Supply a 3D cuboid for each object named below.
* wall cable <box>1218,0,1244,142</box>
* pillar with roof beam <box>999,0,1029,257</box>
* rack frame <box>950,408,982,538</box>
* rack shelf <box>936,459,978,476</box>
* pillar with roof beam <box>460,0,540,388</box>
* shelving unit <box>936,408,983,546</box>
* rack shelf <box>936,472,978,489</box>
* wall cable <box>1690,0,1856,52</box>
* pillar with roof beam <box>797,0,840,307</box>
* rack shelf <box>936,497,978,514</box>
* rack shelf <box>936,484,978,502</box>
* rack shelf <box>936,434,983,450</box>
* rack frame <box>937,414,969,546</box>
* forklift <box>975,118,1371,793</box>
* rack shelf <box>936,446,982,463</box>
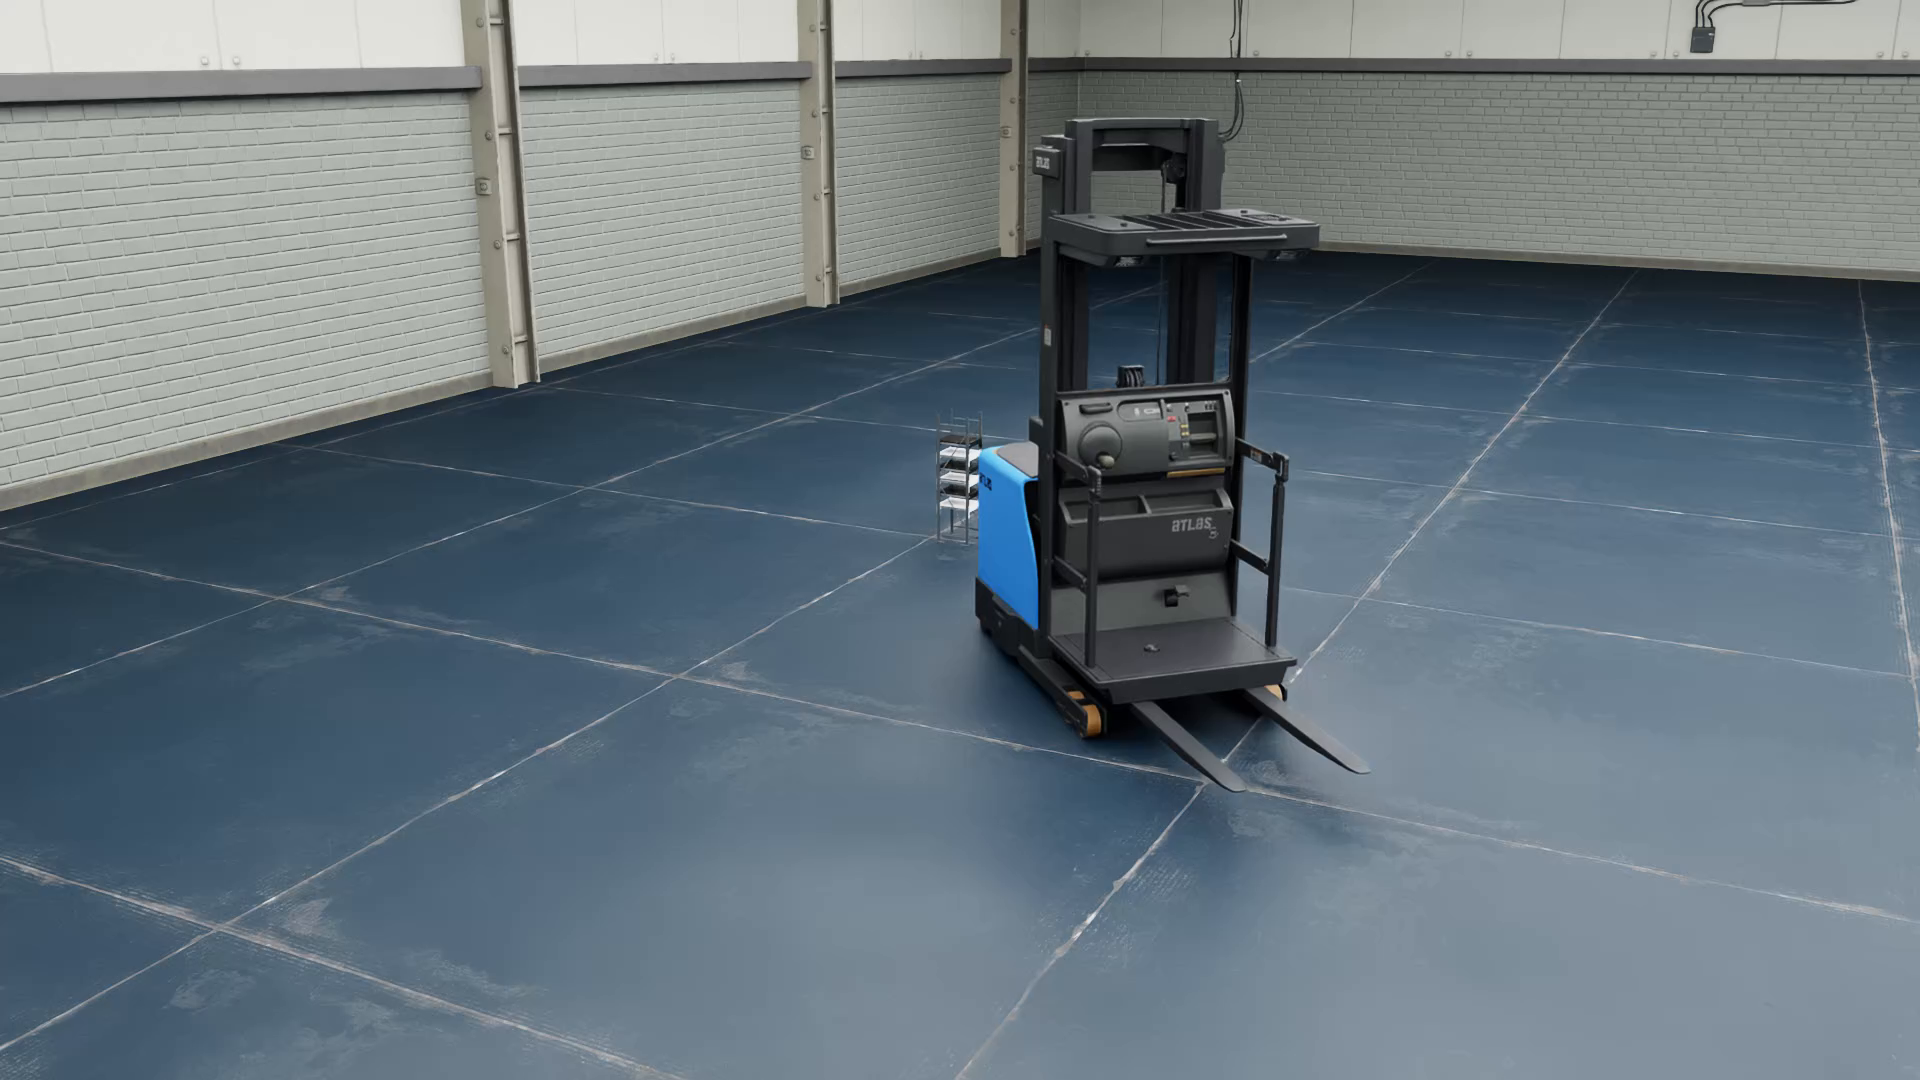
[{"bbox_3d":[3.356,-8.052,28.282,3.097,2.526,0.112,8,18,25],"label":"wall cable"},{"bbox_3d":[4.708,-8.411,24.036,9.100,9.000,0.400,8,18,25],"label":"pillar with roof beam"},{"bbox_3d":[0.042,-0.455,11.476,0.240,0.900,0.006,8,18,25],"label":"rack frame"},{"bbox_3d":[-0.004,-0.484,11.373,0.258,0.077,0.200,8,18,25],"label":"rack shelf"},{"bbox_3d":[-0.654,-5.354,13.745,9.100,9.000,0.400,8,18,25],"label":"pillar with roof beam"},{"bbox_3d":[-0.004,-0.429,11.389,0.258,0.900,0.210,8,18,25],"label":"shelving unit"},{"bbox_3d":[-0.004,-0.397,11.399,0.258,0.077,0.200,8,18,25],"label":"rack shelf"},{"bbox_3d":[11.842,-9.959,23.276,2.305,6.003,0.169,8,18,25],"label":"wall cable"},{"bbox_3d":[2.027,-6.882,18.891,9.100,9.000,0.400,8,18,25],"label":"pillar with roof beam"},{"bbox_3d":[-0.004,-0.225,11.450,0.258,0.077,0.200,8,18,25],"label":"rack shelf"},{"bbox_3d":[-0.004,-0.311,11.424,0.258,0.077,0.200,8,18,25],"label":"rack shelf"},{"bbox_3d":[-0.004,-0.656,11.322,0.258,0.077,0.200,8,18,25],"label":"rack shelf"},{"bbox_3d":[-0.049,-0.403,11.302,0.240,0.900,0.006,8,18,25],"label":"rack frame"},{"bbox_3d":[1.026,-0.553,8.238,1.130,2.935,3.031,-5,17,-17],"label":"forklift"},{"bbox_3d":[-0.004,-0.570,11.348,0.258,0.077,0.200,8,18,25],"label":"rack shelf"}]
